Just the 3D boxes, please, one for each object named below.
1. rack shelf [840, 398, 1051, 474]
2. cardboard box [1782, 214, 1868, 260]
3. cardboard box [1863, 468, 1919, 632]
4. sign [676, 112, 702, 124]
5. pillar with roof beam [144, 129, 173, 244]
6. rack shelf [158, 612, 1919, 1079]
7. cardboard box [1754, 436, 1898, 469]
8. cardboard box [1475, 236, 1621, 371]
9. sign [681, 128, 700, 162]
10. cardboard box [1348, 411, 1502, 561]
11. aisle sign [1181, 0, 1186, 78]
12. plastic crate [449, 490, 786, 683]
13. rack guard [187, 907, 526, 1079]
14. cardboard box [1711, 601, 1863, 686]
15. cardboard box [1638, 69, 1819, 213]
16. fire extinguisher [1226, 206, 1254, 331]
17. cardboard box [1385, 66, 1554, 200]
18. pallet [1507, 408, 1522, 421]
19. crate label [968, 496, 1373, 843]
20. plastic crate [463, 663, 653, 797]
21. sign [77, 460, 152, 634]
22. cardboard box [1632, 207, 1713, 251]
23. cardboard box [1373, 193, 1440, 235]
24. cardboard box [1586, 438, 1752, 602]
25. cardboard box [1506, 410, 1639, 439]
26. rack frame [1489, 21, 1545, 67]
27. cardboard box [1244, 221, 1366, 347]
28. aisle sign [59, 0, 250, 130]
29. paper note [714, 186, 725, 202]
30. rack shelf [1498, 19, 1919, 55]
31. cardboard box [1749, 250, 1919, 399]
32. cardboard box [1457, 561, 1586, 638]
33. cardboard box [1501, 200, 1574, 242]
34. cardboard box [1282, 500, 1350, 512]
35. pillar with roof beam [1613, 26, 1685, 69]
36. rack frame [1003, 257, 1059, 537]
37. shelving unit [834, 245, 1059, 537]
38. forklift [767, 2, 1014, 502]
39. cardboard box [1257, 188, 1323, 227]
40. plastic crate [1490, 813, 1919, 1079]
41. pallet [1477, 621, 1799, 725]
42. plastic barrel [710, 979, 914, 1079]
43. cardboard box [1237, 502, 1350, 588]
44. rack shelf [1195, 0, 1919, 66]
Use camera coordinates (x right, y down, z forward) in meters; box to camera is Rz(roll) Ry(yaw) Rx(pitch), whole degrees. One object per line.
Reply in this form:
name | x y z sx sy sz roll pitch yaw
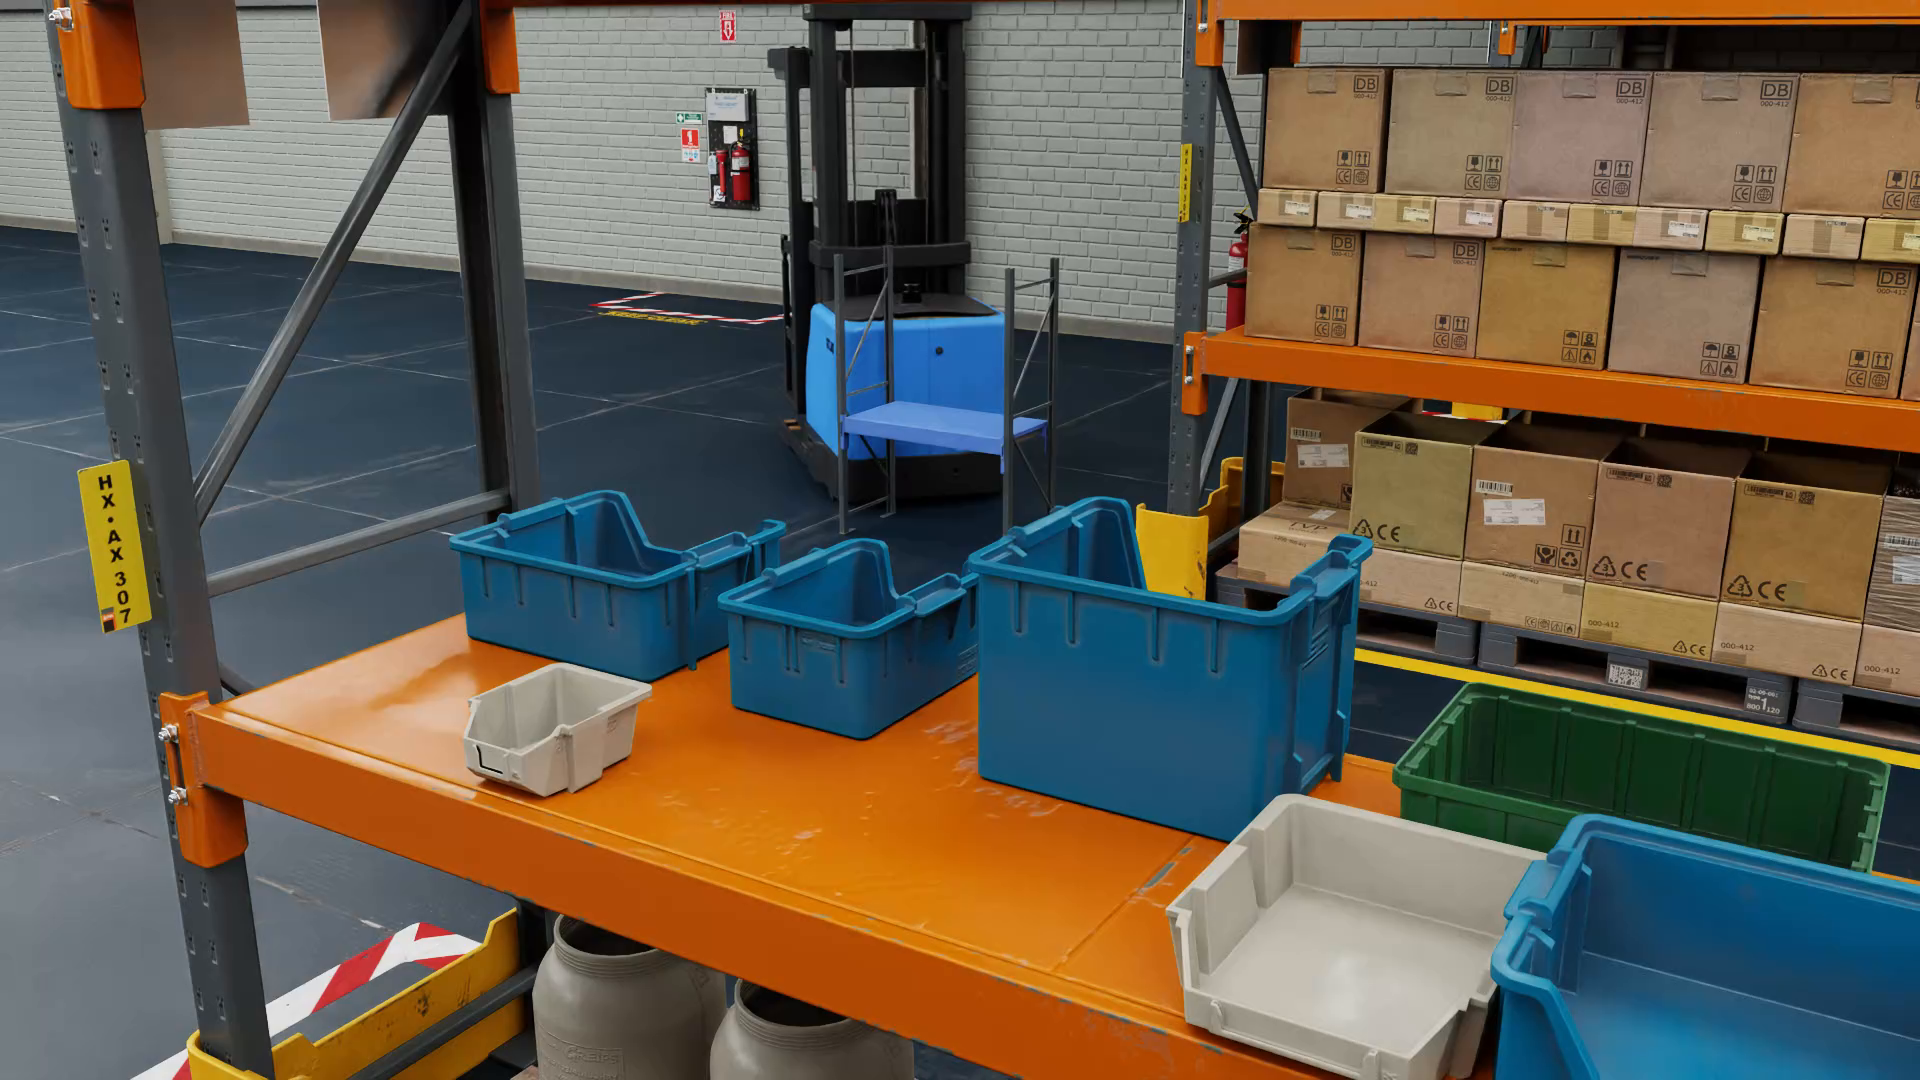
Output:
rack shelf | -0.073 -0.558 8.758 1.000 0.185 0.538 10 20 30
cardboard box | 3.245 -1.148 6.211 0.250 0.149 0.380 11 20 32
cardboard box | 3.741 0.053 6.264 0.500 0.500 0.500 10 20 30
sign | -2.716 -4.227 16.662 0.331 0.109 0.001 10 20 30
pillar with roof beam | -12.691 -7.094 16.751 0.400 9.000 9.100 10 20 30
rack shelf | 0.371 0.659 2.790 4.000 0.370 1.077 10 20 30
cardboard box | 3.587 -0.152 6.939 0.500 0.500 0.500 10 20 30
cardboard box | 2.523 -1.034 6.953 0.500 0.500 0.700 10 20 30
sign | -2.715 -3.976 16.748 0.234 0.329 0.001 10 20 30
cardboard box | 2.029 -0.248 7.255 0.500 0.500 0.500 10 20 30
aisle sign | 1.046 -2.394 7.129 0.004 0.787 0.394 10 20 30
plastic crate | -0.750 0.083 3.702 0.616 0.251 0.499 10 20 30
rack guard | -1.244 1.206 4.051 0.348 0.500 1.175 10 20 30
cardboard box | 3.306 0.340 6.610 0.500 0.250 0.500 10 20 30
cardboard box | 3.006 -1.571 6.489 0.500 0.500 0.700 10 20 30
fire extinguisher | 1.404 -1.312 8.173 0.183 0.674 0.296 10 20 30
cardboard box | 2.149 -1.724 6.991 0.500 0.500 0.700 10 19 29
pallet | 4.590 -0.965 11.696 1.213 0.211 1.003 10 20 30
crate label | 0.376 0.206 2.981 0.616 0.435 0.502 10 20 30
plastic crate | -0.739 0.352 3.015 0.250 0.136 0.298 10 20 30
sign | -1.625 0.013 3.200 0.005 0.325 0.100 10 20 30
cardboard box | 2.793 -1.227 6.473 0.250 0.149 0.380 10 20 31
cardboard box | 1.922 -1.384 6.987 0.250 0.149 0.380 10 20 30
cardboard box | 2.879 -0.095 6.750 0.500 0.500 0.500 10 20 30
cardboard box | 2.734 -0.304 7.439 0.500 0.500 0.500 10 20 30
rack frame | 3.851 -2.444 11.765 0.127 3.000 1.000 10 20 30
cardboard box | 1.653 -1.190 7.465 0.500 0.500 0.700 10 20 30
aisle sign | -1.548 -1.172 3.106 0.004 0.787 0.394 10 20 30
paper note | -2.413 -3.472 16.665 0.142 0.148 0.016 10 20 30
rack shelf | 5.555 -3.230 10.432 4.000 0.370 1.077 10 20 30
cardboard box | 3.411 -0.877 6.437 0.500 0.500 0.700 10 20 31
cardboard box | 2.456 0.187 7.114 0.500 0.250 0.500 10 20 30
cardboard box | 2.364 -1.305 6.727 0.250 0.149 0.380 9 19 28
cardboard box | 1.873 -0.093 8.035 0.500 0.250 0.500 10 20 30
pillar with roof beam | 2.647 -4.356 7.737 0.400 9.000 9.100 10 20 30
rack frame | 0.360 -0.653 8.451 0.032 1.500 0.500 10 20 30
shelving unit | -0.073 -0.731 8.706 1.048 1.500 0.538 10 20 30
forklift | -0.570 -2.004 10.436 1.130 2.935 3.031 -5 17 -15
cardboard box | 1.484 -1.461 7.243 0.250 0.149 0.380 10 20 30
plastic crate | 0.990 0.589 2.038 0.616 0.251 0.499 10 20 30
pallet | 2.971 0.410 7.169 1.213 0.211 1.003 10 20 30
plastic barrel | -0.306 1.157 3.469 0.421 0.512 0.421 0 17 0
cardboard box | 1.602 0.035 7.613 0.500 0.250 0.500 10 20 30
rack shelf | 2.966 -2.003 6.391 4.000 0.370 1.077 10 20 30
